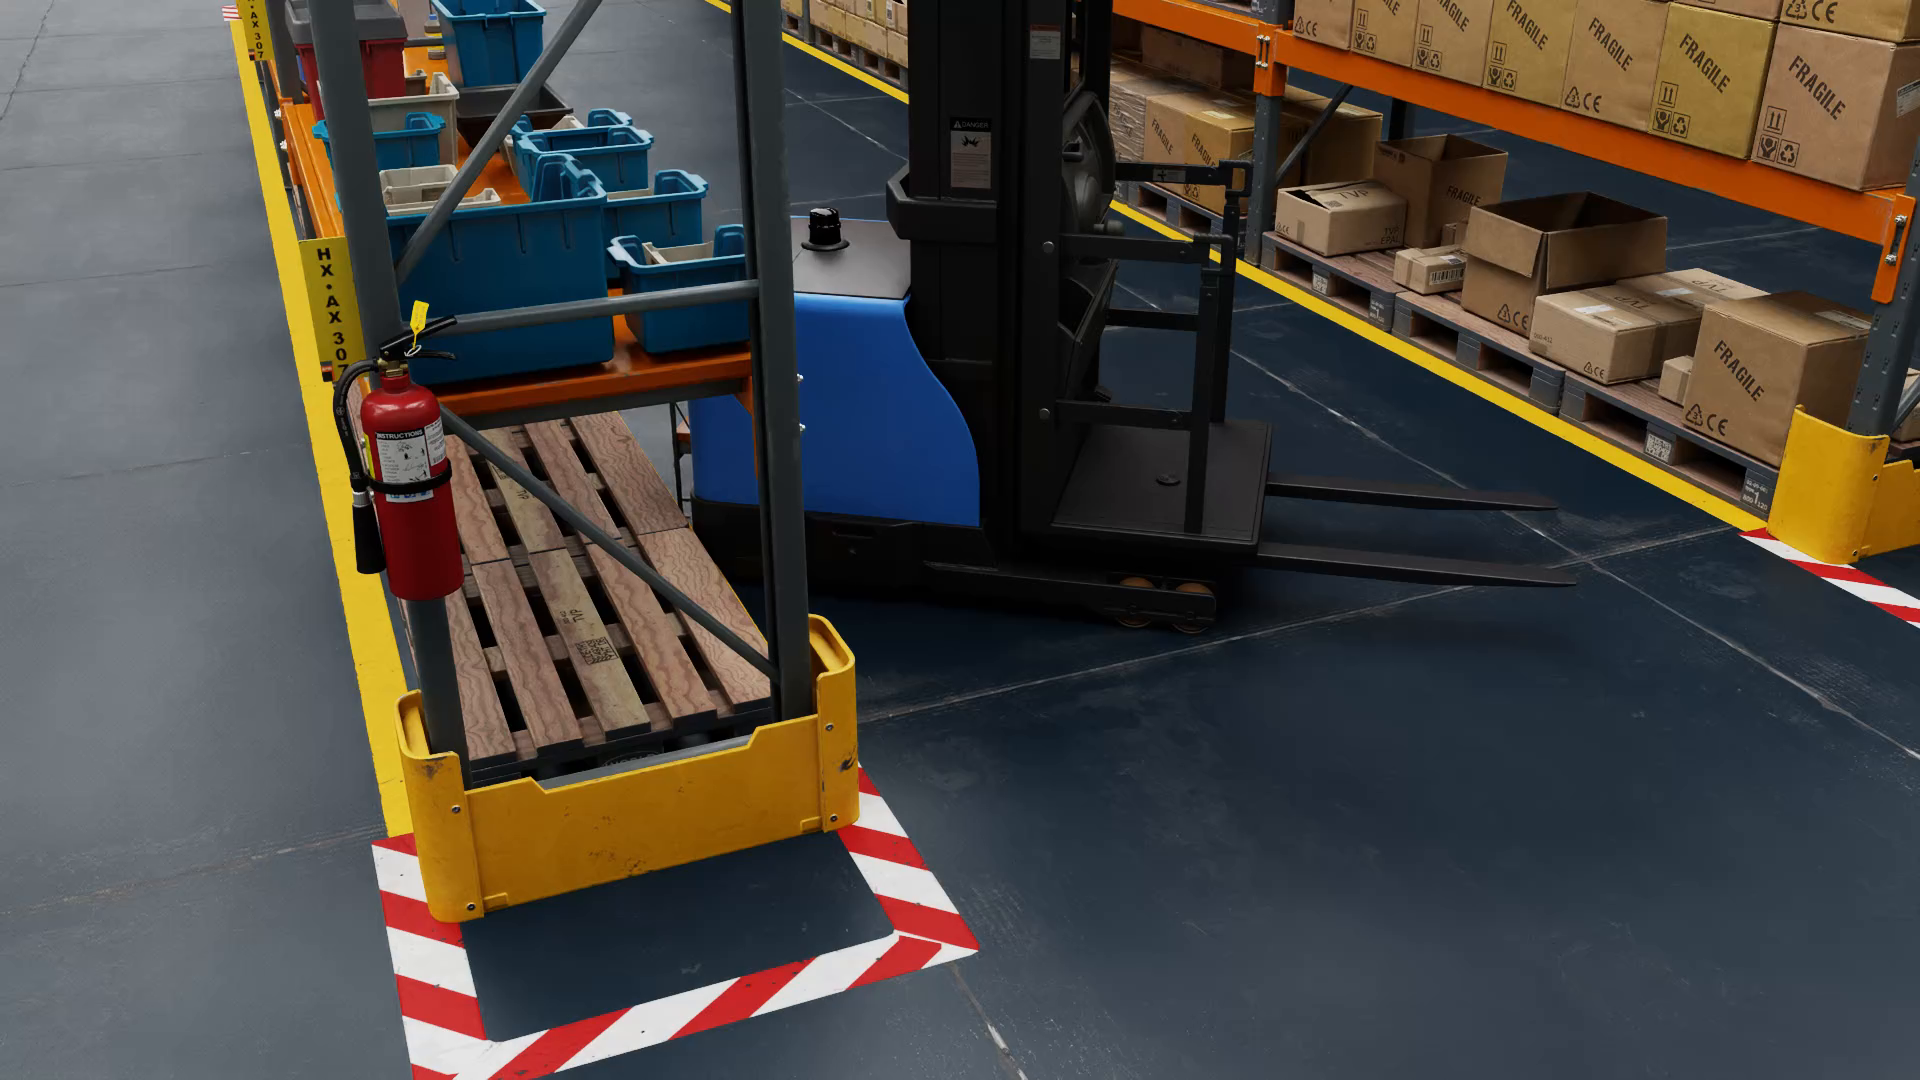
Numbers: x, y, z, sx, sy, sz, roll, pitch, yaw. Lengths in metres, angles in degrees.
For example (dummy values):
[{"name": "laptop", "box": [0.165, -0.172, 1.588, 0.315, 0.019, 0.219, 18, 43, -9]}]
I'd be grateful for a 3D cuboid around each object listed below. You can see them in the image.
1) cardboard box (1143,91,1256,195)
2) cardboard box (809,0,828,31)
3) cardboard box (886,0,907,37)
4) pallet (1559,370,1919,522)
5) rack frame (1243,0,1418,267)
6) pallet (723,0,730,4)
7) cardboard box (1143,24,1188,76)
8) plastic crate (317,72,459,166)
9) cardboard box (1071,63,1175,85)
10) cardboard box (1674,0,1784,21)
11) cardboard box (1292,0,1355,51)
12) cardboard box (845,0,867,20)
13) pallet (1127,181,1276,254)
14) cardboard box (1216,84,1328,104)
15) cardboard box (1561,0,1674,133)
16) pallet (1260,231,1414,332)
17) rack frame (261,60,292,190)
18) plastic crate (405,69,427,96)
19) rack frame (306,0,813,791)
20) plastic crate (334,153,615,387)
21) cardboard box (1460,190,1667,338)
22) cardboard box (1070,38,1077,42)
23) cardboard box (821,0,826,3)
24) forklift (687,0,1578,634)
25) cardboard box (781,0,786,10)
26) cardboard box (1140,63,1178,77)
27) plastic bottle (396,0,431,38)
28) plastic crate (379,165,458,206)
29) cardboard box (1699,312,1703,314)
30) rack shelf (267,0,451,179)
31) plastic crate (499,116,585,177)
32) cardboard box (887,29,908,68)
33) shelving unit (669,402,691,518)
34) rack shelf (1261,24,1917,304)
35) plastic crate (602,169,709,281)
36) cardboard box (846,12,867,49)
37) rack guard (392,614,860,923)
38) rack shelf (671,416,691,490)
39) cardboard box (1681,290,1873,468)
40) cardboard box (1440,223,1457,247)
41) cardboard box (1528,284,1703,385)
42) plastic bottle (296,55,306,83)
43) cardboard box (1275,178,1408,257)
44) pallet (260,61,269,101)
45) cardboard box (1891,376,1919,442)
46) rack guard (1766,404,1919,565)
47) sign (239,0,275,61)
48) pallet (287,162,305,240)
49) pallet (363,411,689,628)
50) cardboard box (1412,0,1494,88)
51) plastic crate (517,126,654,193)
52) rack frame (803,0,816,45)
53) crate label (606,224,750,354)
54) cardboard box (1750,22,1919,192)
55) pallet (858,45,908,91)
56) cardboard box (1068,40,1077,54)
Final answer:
[{"name": "cardboard box", "box": [1.463, -2.427, 10.149, 0.500, 0.500, 0.500, -10, 28, -20]}, {"name": "cardboard box", "box": [-1.098, -4.979, 15.684, 0.500, 0.250, 0.500, -11, 28, -22]}, {"name": "cardboard box", "box": [-0.297, -4.403, 13.866, 0.500, 0.311, 0.500, -11, 28, -21]}, {"name": "pallet", "box": [3.329, -0.486, 7.005, 1.003, 0.211, 1.213, -11, 28, -21]}, {"name": "rack frame", "box": [2.105, -3.001, 8.979, 1.000, 3.000, 0.127, -11, 28, -21]}, {"name": "pallet", "box": [-2.256, -6.291, 18.895, 1.003, 0.211, 1.213, -11, 28, -21]}, {"name": "cardboard box", "box": [1.552, -3.256, 10.993, 0.500, 0.250, 0.500, -11, 28, -22]}, {"name": "plastic crate", "box": [-2.025, -1.478, 5.924, 0.437, 0.282, 0.530, -11, 28, -21]}, {"name": "cardboard box", "box": [1.065, -2.834, 10.984, 0.500, 0.500, 0.500, -12, 28, -22]}, {"name": "cardboard box", "box": [3.046, -2.217, 6.119, 0.500, 0.500, 0.500, -10, 28, -19]}, {"name": "cardboard box", "box": [2.054, -2.794, 8.439, 0.500, 0.500, 0.500, -10, 28, -19]}, {"name": "cardboard box", "box": [-0.700, -4.815, 14.709, 0.500, 0.311, 0.500, -12, 28, -22]}, {"name": "pallet", "box": [1.752, -2.070, 10.250, 1.003, 0.211, 1.213, -11, 28, -21]}, {"name": "cardboard box", "box": [1.921, -2.526, 10.353, 0.500, 0.500, 0.500, -10, 28, -20]}, {"name": "cardboard box", "box": [2.849, -1.977, 6.766, 0.500, 0.500, 0.500, -10, 28, -20]}, {"name": "pallet", "box": [2.373, -1.471, 9.022, 1.003, 0.211, 1.213, -11, 28, -21]}, {"name": "rack frame", "box": [-4.020, -3.767, 10.546, 1.000, 3.000, 0.127, -11, 28, -21]}, {"name": "plastic crate", "box": [-2.403, -1.848, 6.848, 0.396, 0.136, 0.243, -11, 28, -21]}, {"name": "rack frame", "box": [-0.887, -0.537, 3.931, 1.000, 3.000, 0.127, -11, 28, -21]}, {"name": "plastic crate", "box": [-1.190, -0.683, 4.121, 0.616, 0.435, 0.499, -11, 28, -21]}, {"name": "cardboard box", "box": [2.846, -1.320, 7.878, 0.797, 0.503, 0.637, -11, 28, -21]}, {"name": "cardboard box", "box": [1.121, -3.353, 12.047, 0.500, 0.500, 0.500, -9, 28, -19]}, {"name": "cardboard box", "box": [-1.095, -5.227, 15.552, 0.500, 0.311, 0.500, -10, 28, -20]}, {"name": "forklift", "box": [0.616, -1.258, 5.485, 3.031, 2.935, 1.130, 6, 27, 11]}, {"name": "cardboard box", "box": [-1.597, -5.537, 16.828, 0.500, 0.250, 0.500, -11, 28, -21]}, {"name": "cardboard box", "box": [1.535, -2.934, 11.187, 0.500, 0.500, 0.500, -12, 28, -23]}, {"name": "plastic bottle", "box": [-2.787, -2.696, 8.495, 0.152, 0.276, 0.135, -11, 28, -21]}, {"name": "plastic crate", "box": [-1.738, -1.088, 5.291, 0.298, 0.136, 0.250, -11, 28, -21]}, {"name": "cardboard box", "box": [3.524, -0.819, 7.141, 0.500, 0.250, 0.500, -11, 28, -21]}, {"name": "rack shelf", "box": [-3.237, -2.636, 9.050, 1.077, 0.370, 4.000, -11, 28, -21]}, {"name": "plastic crate", "box": [-1.495, -1.409, 5.949, 0.293, 0.136, 0.466, -11, 28, -21]}, {"name": "cardboard box", "box": [-0.291, -4.151, 13.988, 0.500, 0.250, 0.500, -10, 28, -19]}, {"name": "shelving unit", "box": [-0.967, -0.608, 6.298, 0.215, 1.050, 0.252, 4, 26, 9]}, {"name": "rack shelf", "box": [2.889, -1.871, 7.483, 1.077, 0.370, 4.000, -11, 28, -21]}, {"name": "plastic crate", "box": [-0.939, -0.911, 4.819, 0.416, 0.233, 0.300, -11, 28, -21]}, {"name": "cardboard box", "box": [-0.693, -4.564, 14.833, 0.500, 0.250, 0.500, -11, 28, -22]}, {"name": "rack guard", "box": [-0.866, 0.594, 4.464, 1.175, 0.500, 0.348, -11, 28, -21]}, {"name": "rack shelf", "box": [-0.967, -0.348, 6.424, 0.215, 0.259, 0.240, 4, 26, 9]}, {"name": "cardboard box", "box": [3.232, -0.638, 6.486, 0.500, 0.500, 0.500, -11, 28, -21]}, {"name": "cardboard box", "box": [2.792, -1.596, 8.847, 0.380, 0.149, 0.250, -11, 28, -21]}, {"name": "cardboard box", "box": [2.888, -0.915, 7.337, 0.500, 0.250, 0.500, -11, 28, -21]}, {"name": "plastic bottle", "box": [-2.906, -2.200, 7.478, 0.152, 0.276, 0.135, -11, 28, -21]}, {"name": "cardboard box", "box": [2.071, -1.784, 9.049, 0.500, 0.311, 0.500, -11, 28, -21]}, {"name": "pallet", "box": [-5.244, -3.818, 13.829, 1.003, 0.211, 1.213, -11, 28, -21]}, {"name": "cardboard box", "box": [3.824, -0.531, 6.667, 0.380, 0.149, 0.250, -11, 28, -21]}, {"name": "rack guard", "box": [3.642, -0.294, 6.282, 1.175, 0.500, 0.348, -11, 28, -21]}, {"name": "sign", "box": [-2.961, -2.183, 6.986, 0.100, 0.325, 0.005, -11, 28, -21]}, {"name": "pallet", "box": [-3.673, -2.203, 10.520, 1.003, 0.211, 1.213, -11, 28, -21]}, {"name": "pallet", "box": [-1.649, -0.115, 6.246, 1.003, 0.211, 1.213, -11, 28, -21]}, {"name": "cardboard box", "box": [2.452, -2.385, 7.603, 0.500, 0.500, 0.500, -11, 28, -21]}, {"name": "plastic crate", "box": [-1.197, -1.177, 5.363, 0.416, 0.233, 0.300, -11, 28, -21]}, {"name": "rack frame", "box": [-1.028, -6.231, 15.593, 1.000, 3.000, 0.127, -11, 28, -21]}, {"name": "crate label", "box": [-0.681, -0.645, 4.275, 0.416, 0.233, 0.303, -11, 28, -21]}, {"name": "cardboard box", "box": [3.246, -1.566, 5.924, 0.500, 0.500, 0.500, -10, 28, -19]}, {"name": "pallet", "box": [-0.222, -4.194, 14.599, 1.003, 0.211, 1.213, -11, 28, -21]}, {"name": "cardboard box", "box": [0.664, -3.247, 11.830, 0.500, 0.500, 0.500, -12, 28, -22]}]
